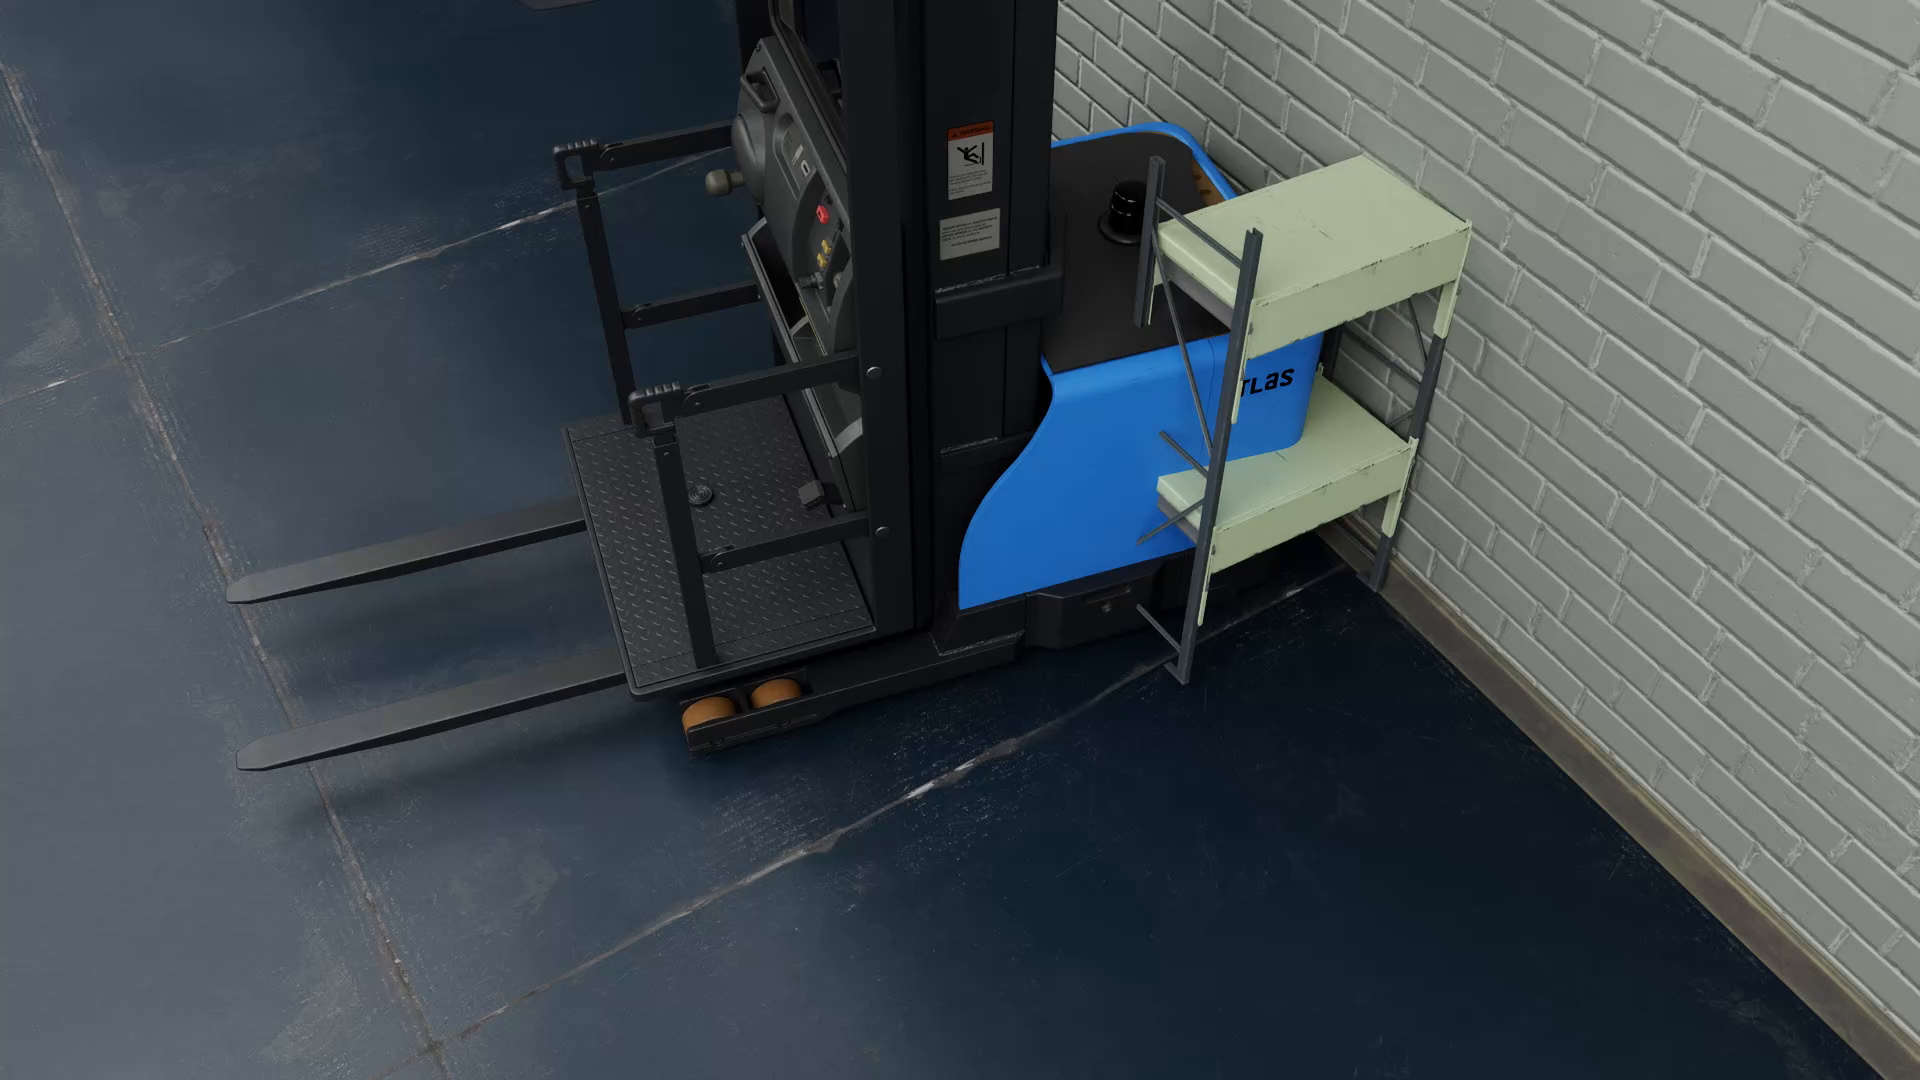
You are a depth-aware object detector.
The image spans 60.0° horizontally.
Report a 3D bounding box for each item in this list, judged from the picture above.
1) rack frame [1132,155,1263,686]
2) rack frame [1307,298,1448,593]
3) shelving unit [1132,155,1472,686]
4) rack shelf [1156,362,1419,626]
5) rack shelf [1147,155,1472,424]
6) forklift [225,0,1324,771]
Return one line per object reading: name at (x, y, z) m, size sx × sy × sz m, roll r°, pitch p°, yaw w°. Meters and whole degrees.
rack frame at (0.554, -0.253, 4.367) m, size 0.023 × 1.500 × 0.400 m, roll -22°, pitch 48°, yaw -23°
rack frame at (1.177, -0.507, 4.656) m, size 0.023 × 1.500 × 0.400 m, roll -22°, pitch 48°, yaw -23°
shelving unit at (0.866, -0.380, 4.511) m, size 0.755 × 1.500 × 0.431 m, roll -22°, pitch 48°, yaw -23°
rack shelf at (0.860, -0.142, 4.734) m, size 0.720 × 0.370 × 0.431 m, roll -22°, pitch 48°, yaw -23°
rack shelf at (0.873, -0.665, 4.245) m, size 0.720 × 0.370 × 0.431 m, roll -22°, pitch 48°, yaw -23°
forklift at (-0.595, -0.822, 4.019) m, size 3.031 × 2.935 × 1.130 m, roll -14°, pitch 50°, yaw -13°
